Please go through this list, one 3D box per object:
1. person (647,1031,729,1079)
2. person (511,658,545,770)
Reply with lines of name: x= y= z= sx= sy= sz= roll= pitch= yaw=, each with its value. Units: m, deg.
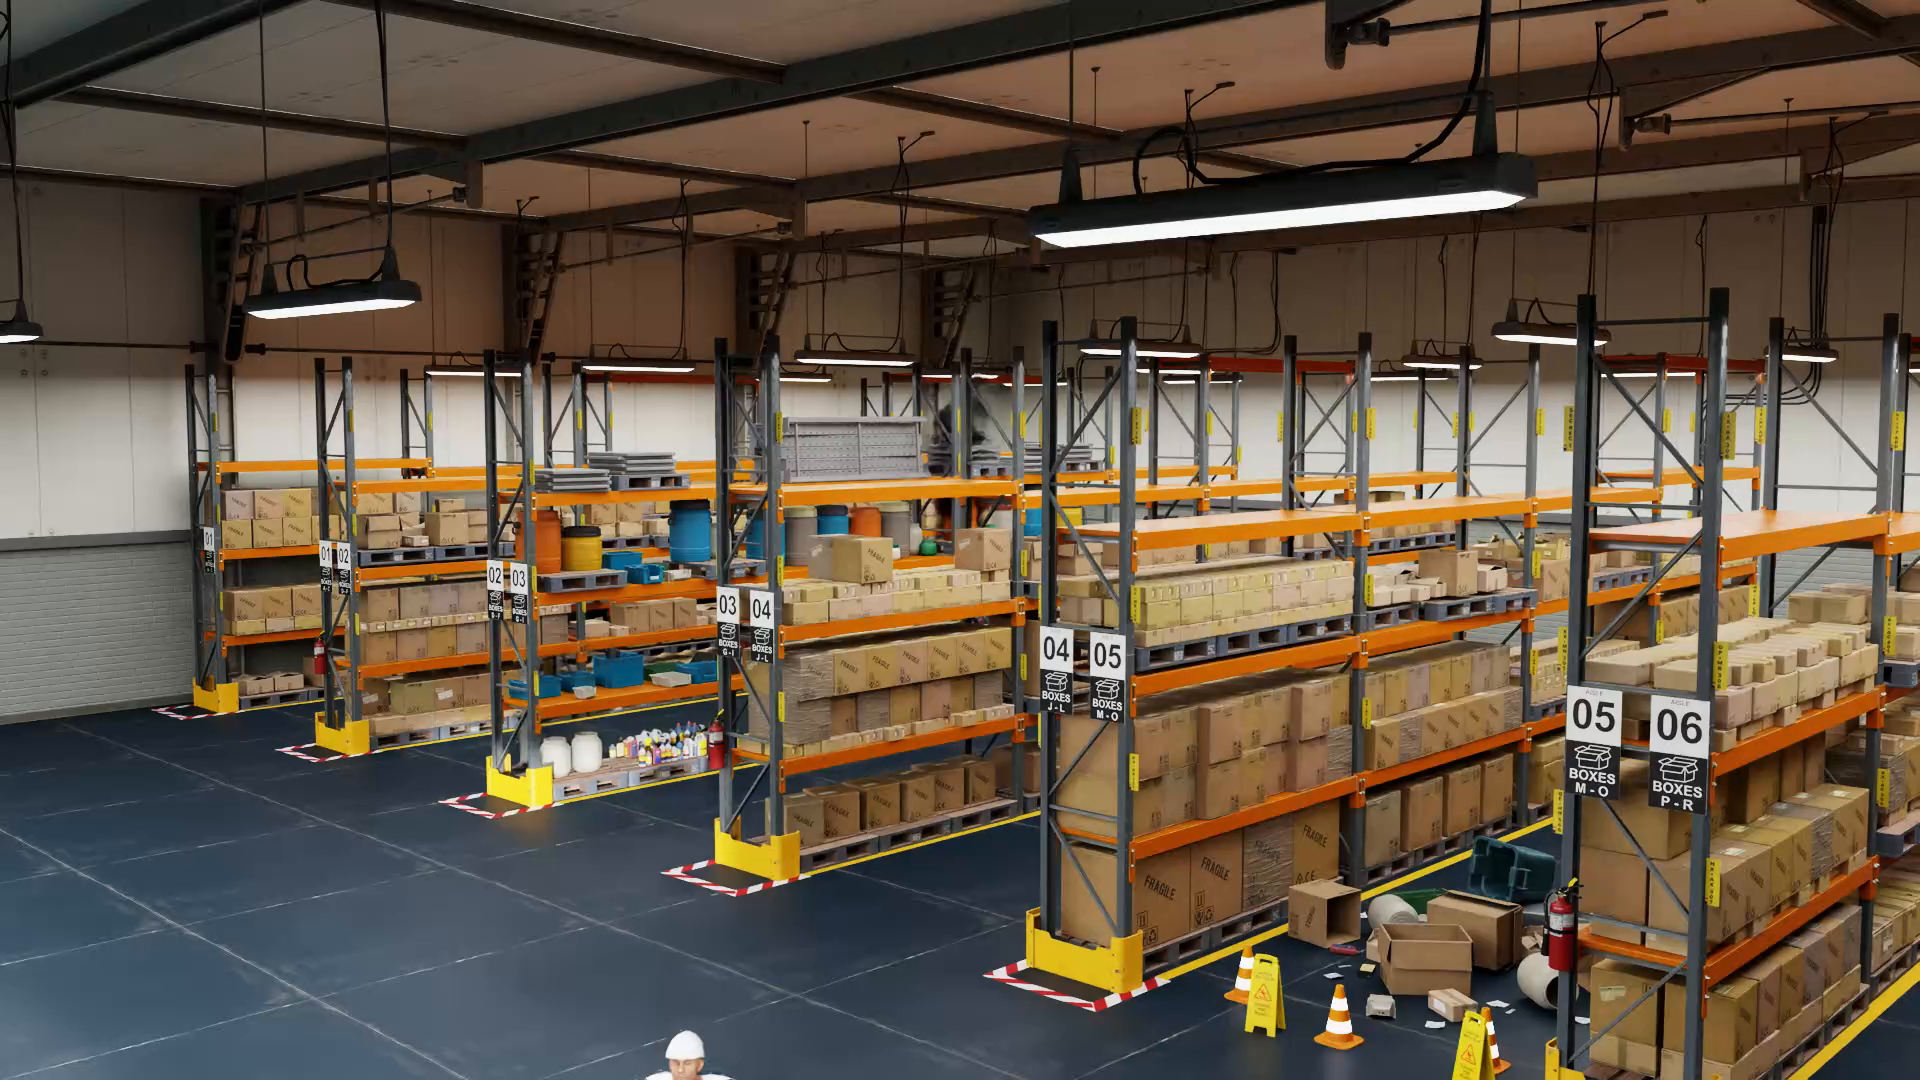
person: x=-1.462 y=3.580 z=9.194 sx=0.686 sy=1.821 sz=0.785 roll=0 pitch=4 yaw=-4
person: x=-6.227 y=2.524 z=24.189 sx=0.670 sy=1.583 sz=0.581 roll=-4 pitch=6 yaw=-41
